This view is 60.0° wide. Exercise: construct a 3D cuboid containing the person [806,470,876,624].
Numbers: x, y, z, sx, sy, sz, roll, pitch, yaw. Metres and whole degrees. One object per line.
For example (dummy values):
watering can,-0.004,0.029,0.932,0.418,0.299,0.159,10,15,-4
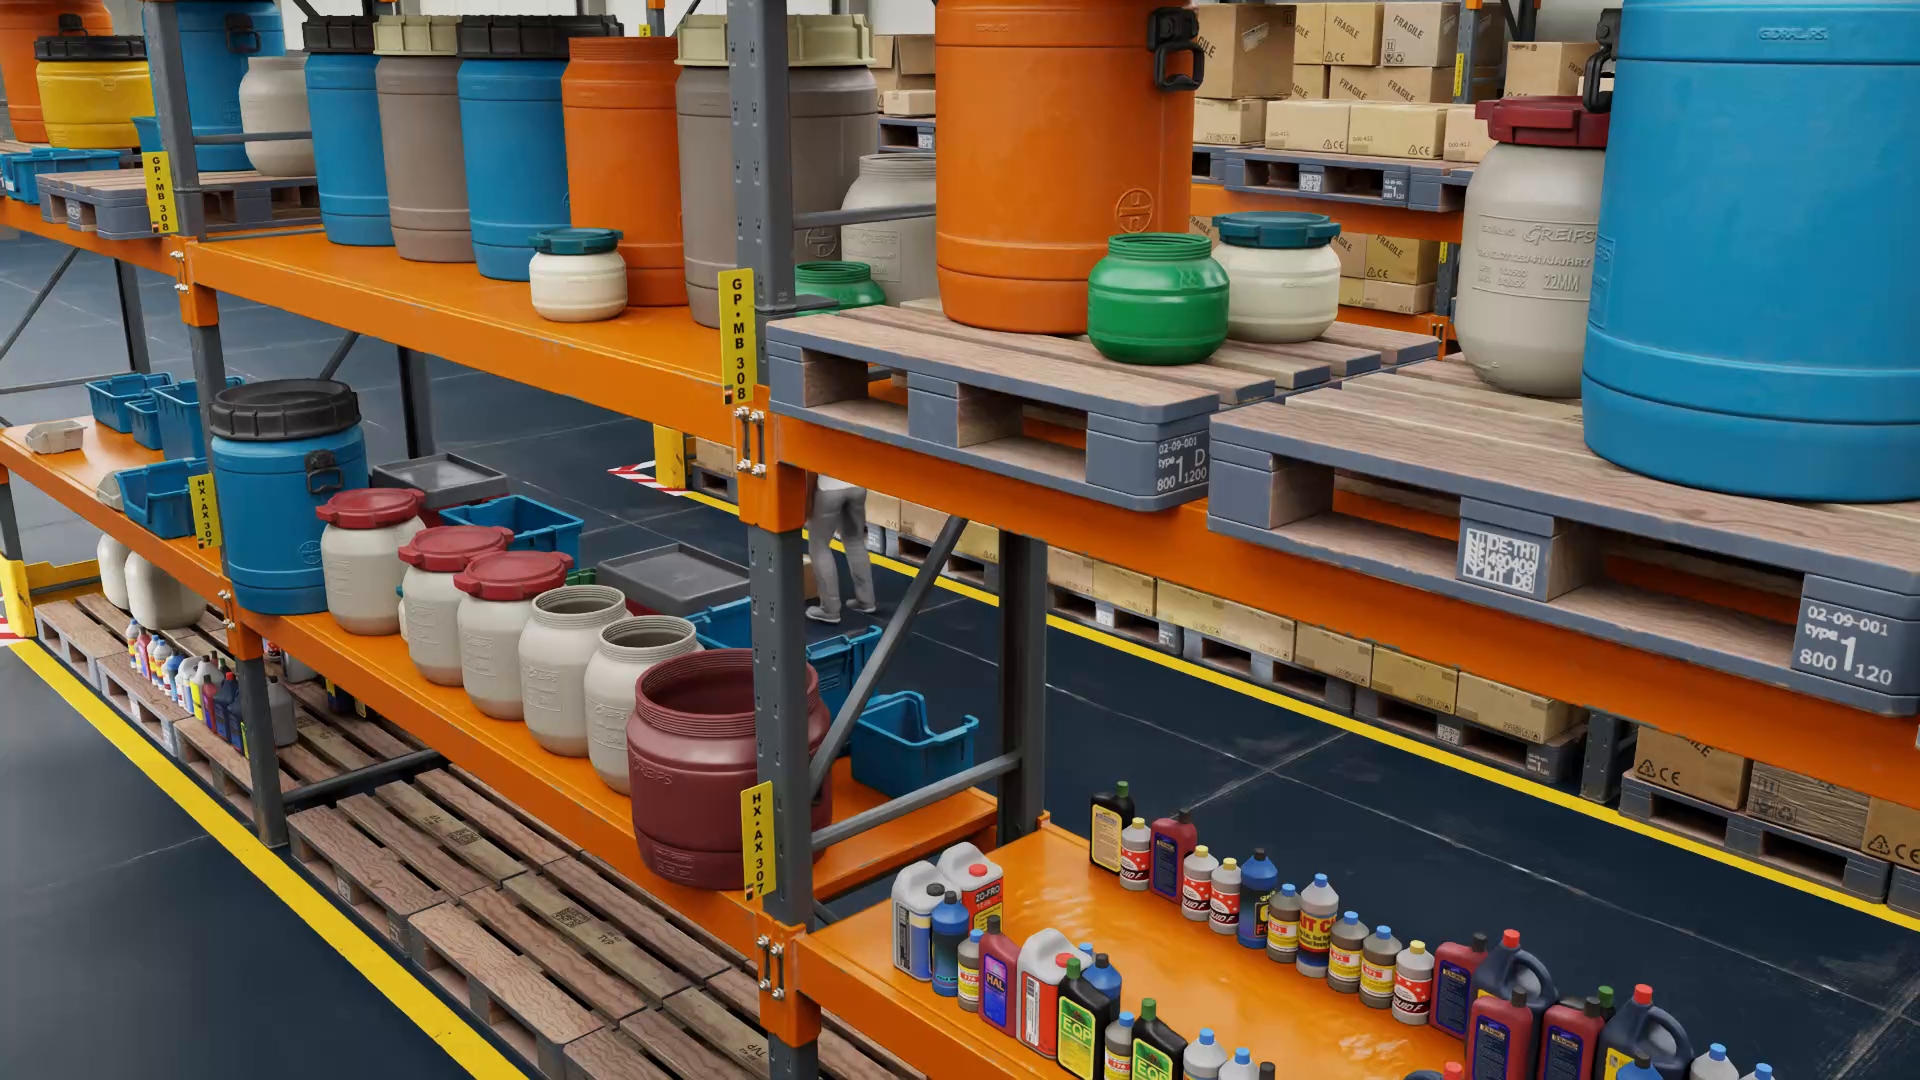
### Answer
person,-0.783,-0.305,10.530,0.475,1.696,0.340,-15,23,-40
